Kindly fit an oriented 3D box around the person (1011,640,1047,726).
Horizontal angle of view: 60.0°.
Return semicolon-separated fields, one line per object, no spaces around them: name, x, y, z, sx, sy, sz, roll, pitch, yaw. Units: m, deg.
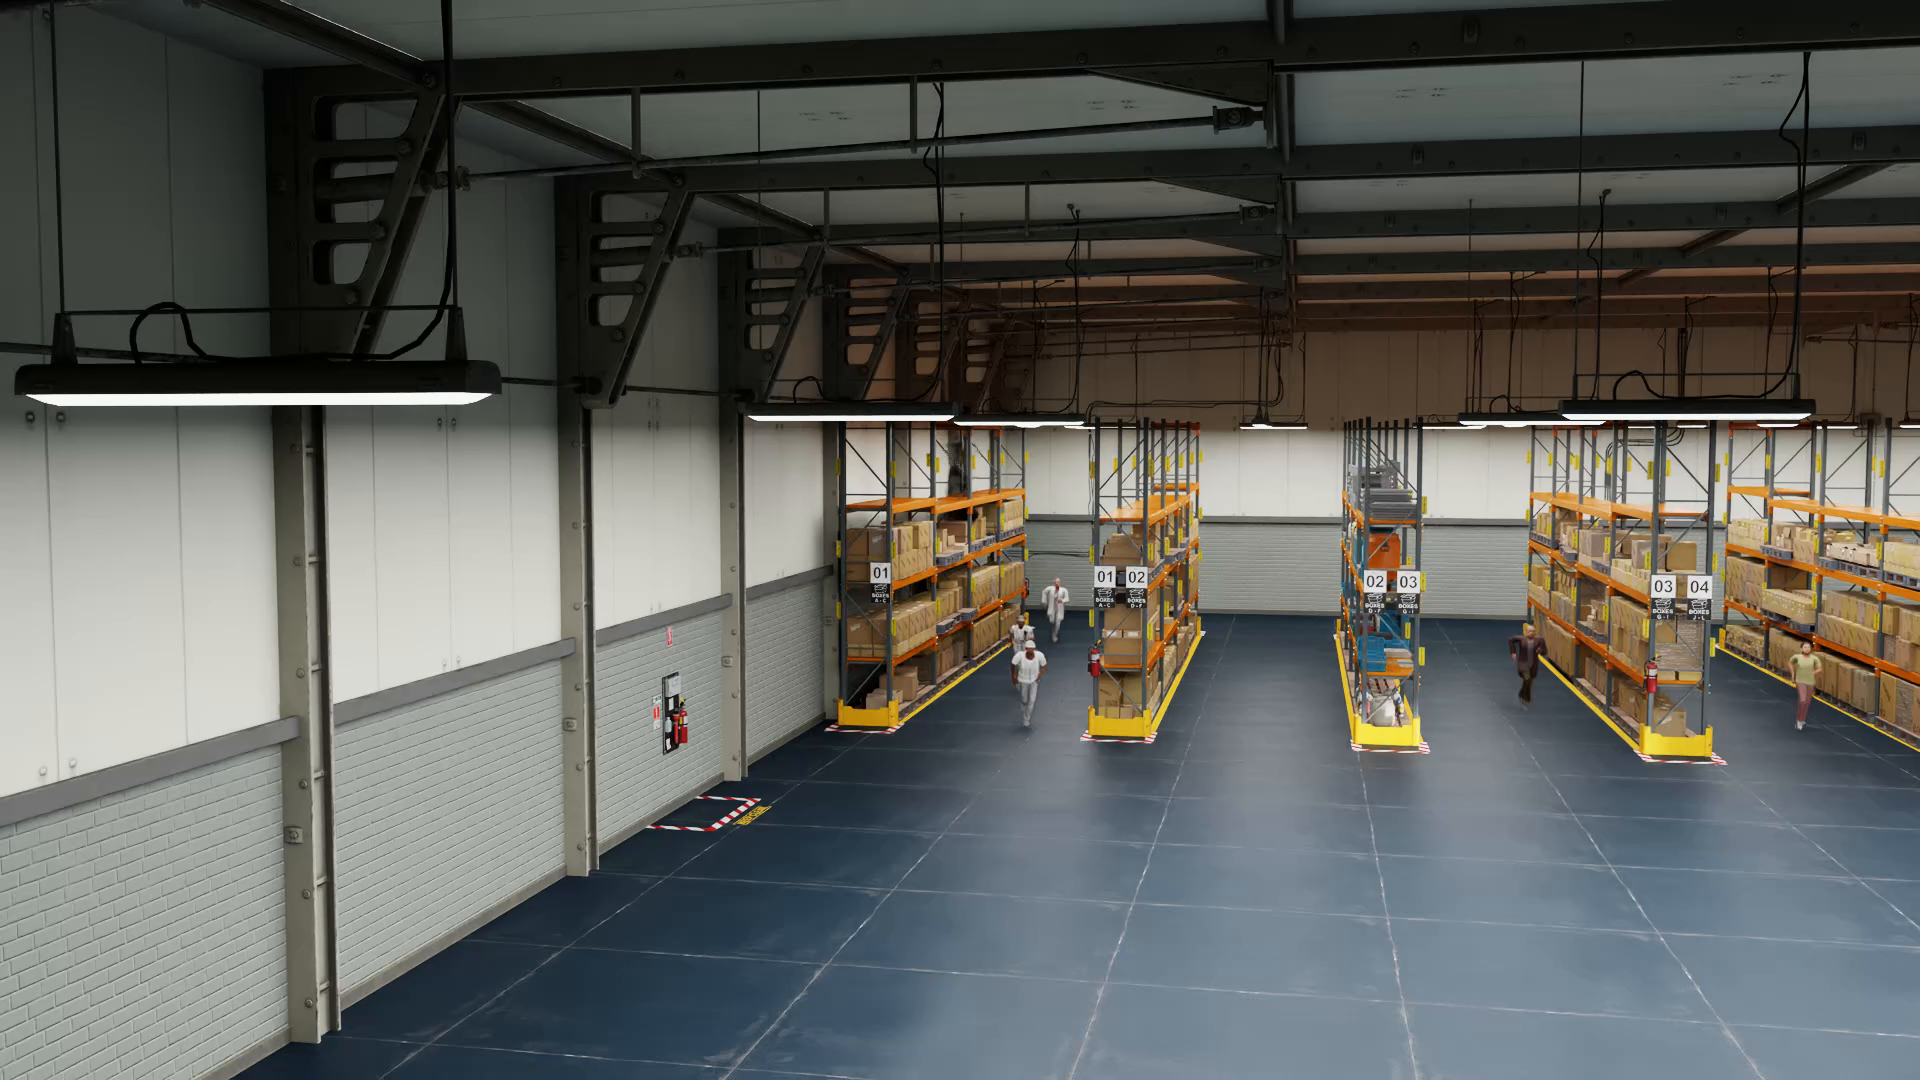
person;1.346;2.784;32.603;0.696;1.692;0.832;-1;4;-8

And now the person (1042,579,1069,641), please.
person;2.594;1.915;45.344;0.758;1.729;0.753;0;4;7

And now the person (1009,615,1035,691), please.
person;1.381;2.496;37.179;0.576;1.699;0.943;0;4;0

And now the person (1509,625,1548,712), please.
person;11.716;2.630;34.359;0.697;1.793;1.035;0;4;1

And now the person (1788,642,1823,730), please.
person;16.352;2.806;32.159;0.557;1.707;0.709;1;4;14
